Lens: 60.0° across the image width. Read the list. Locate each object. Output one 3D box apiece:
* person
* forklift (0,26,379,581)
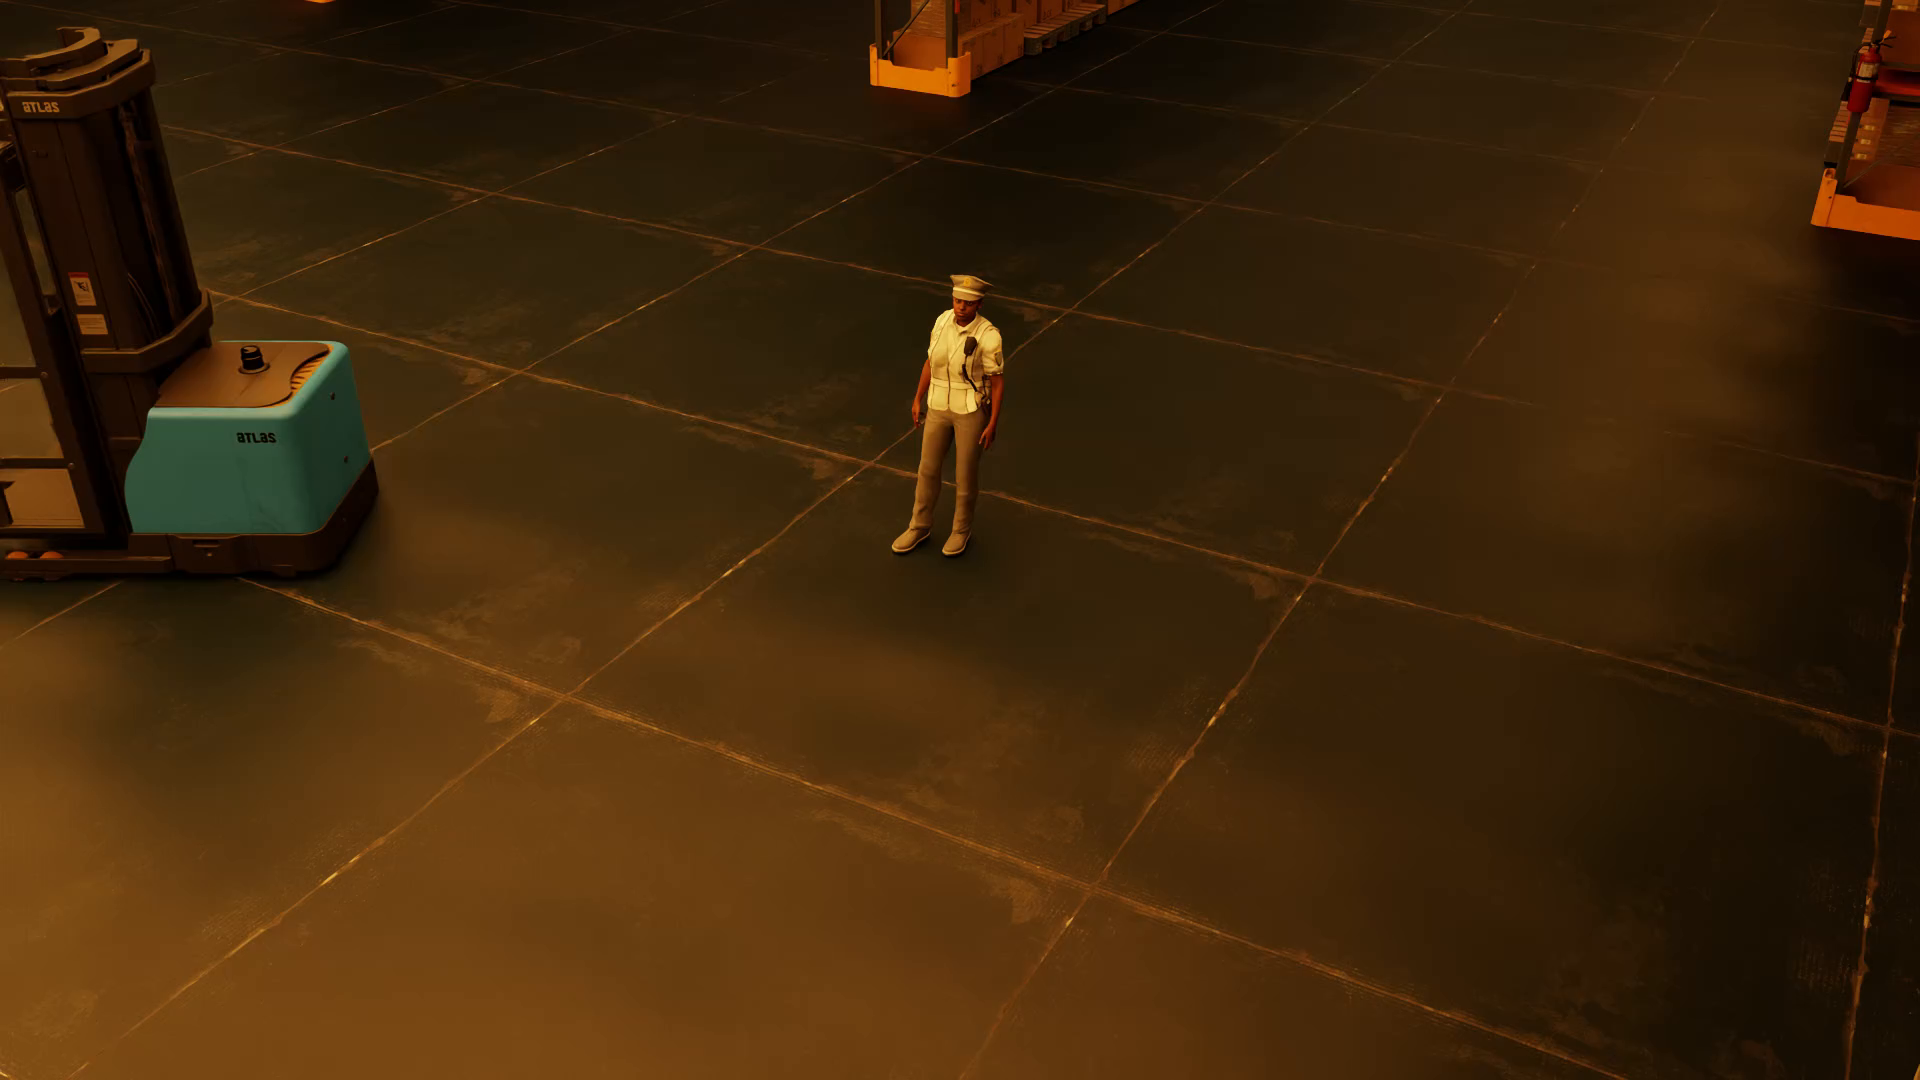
[{"bbox_3d":[-0.063,-0.715,9.532,0.548,1.695,0.530,15,33,25],"label":"person"},{"bbox_3d":[-5.143,-1.298,9.320,3.031,2.935,1.130,0,30,1],"label":"forklift"}]
